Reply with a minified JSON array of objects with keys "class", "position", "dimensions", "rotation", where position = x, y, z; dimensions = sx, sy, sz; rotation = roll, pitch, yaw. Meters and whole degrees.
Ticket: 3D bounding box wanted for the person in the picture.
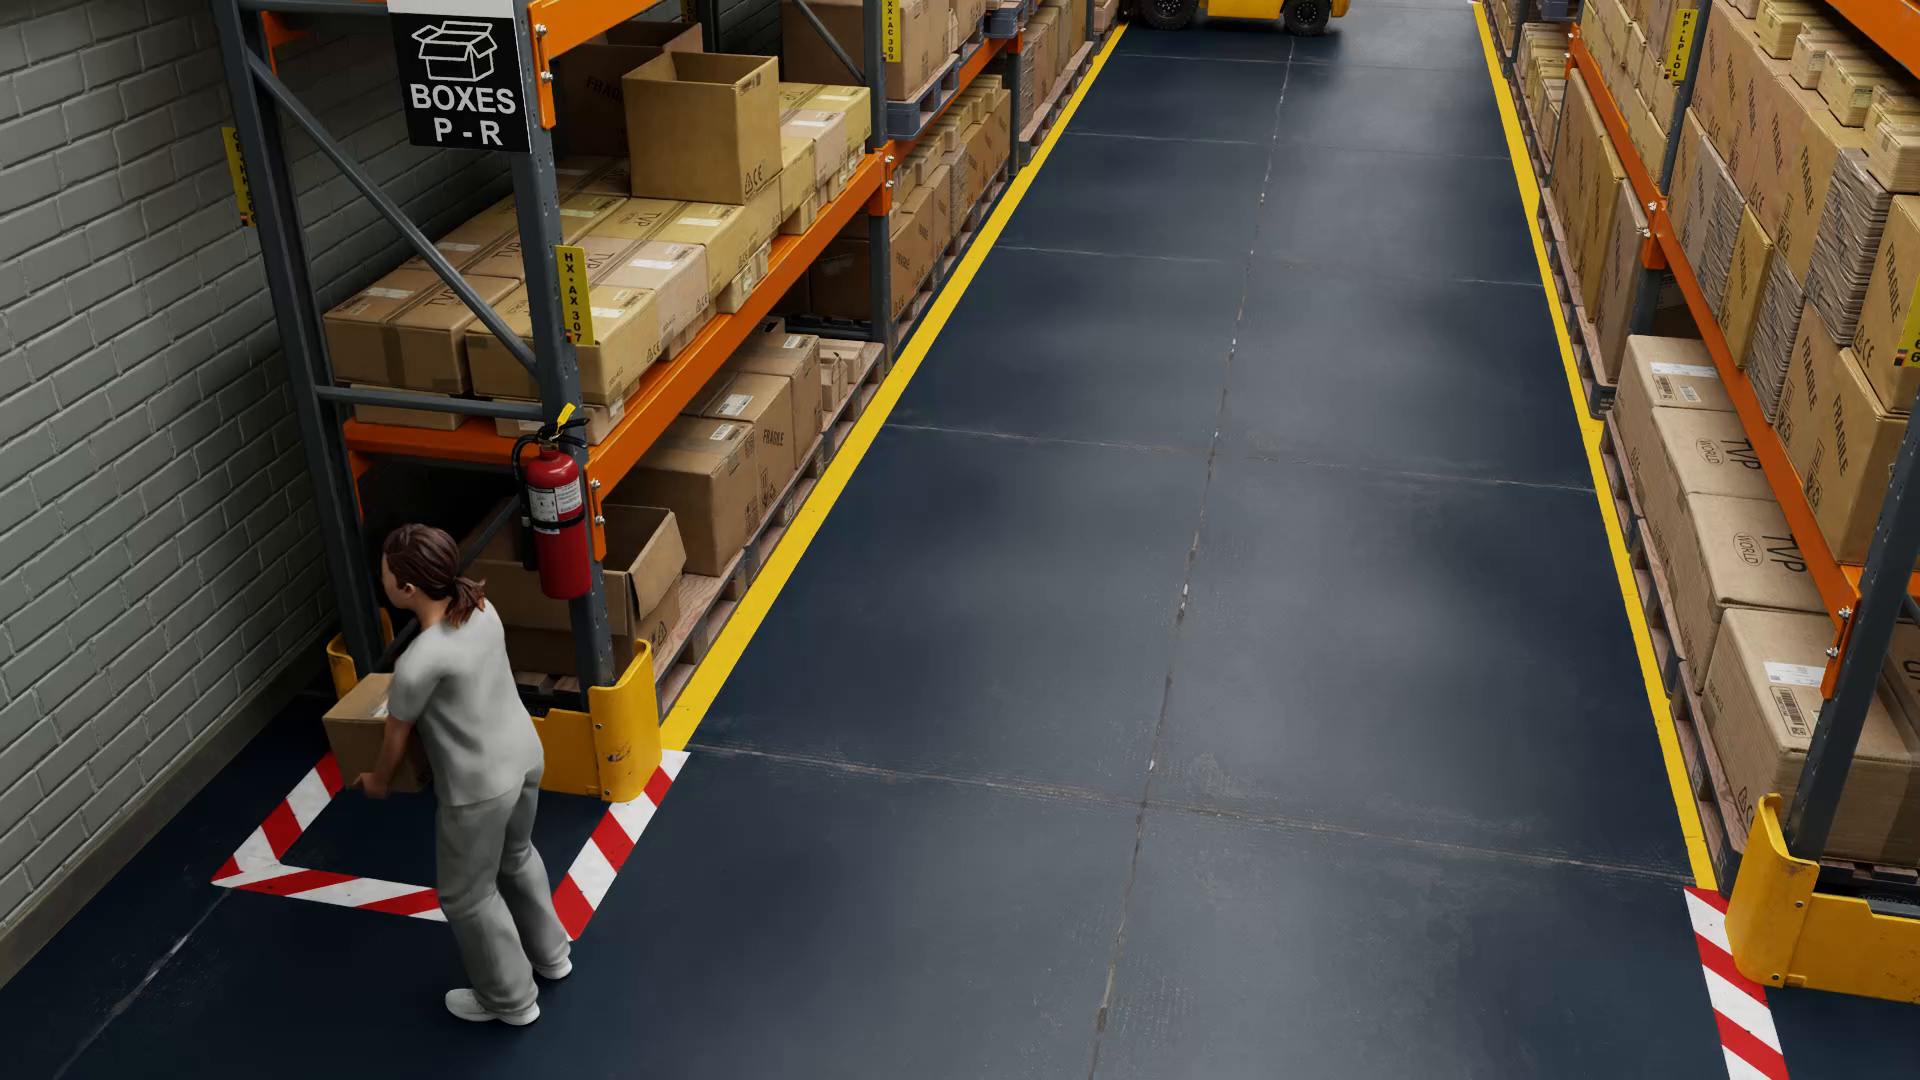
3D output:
[{"class":"person","position":[-1.494,0.692,4.894],"dimensions":[0.510,1.662,0.411],"rotation":[8,30,14]}]
